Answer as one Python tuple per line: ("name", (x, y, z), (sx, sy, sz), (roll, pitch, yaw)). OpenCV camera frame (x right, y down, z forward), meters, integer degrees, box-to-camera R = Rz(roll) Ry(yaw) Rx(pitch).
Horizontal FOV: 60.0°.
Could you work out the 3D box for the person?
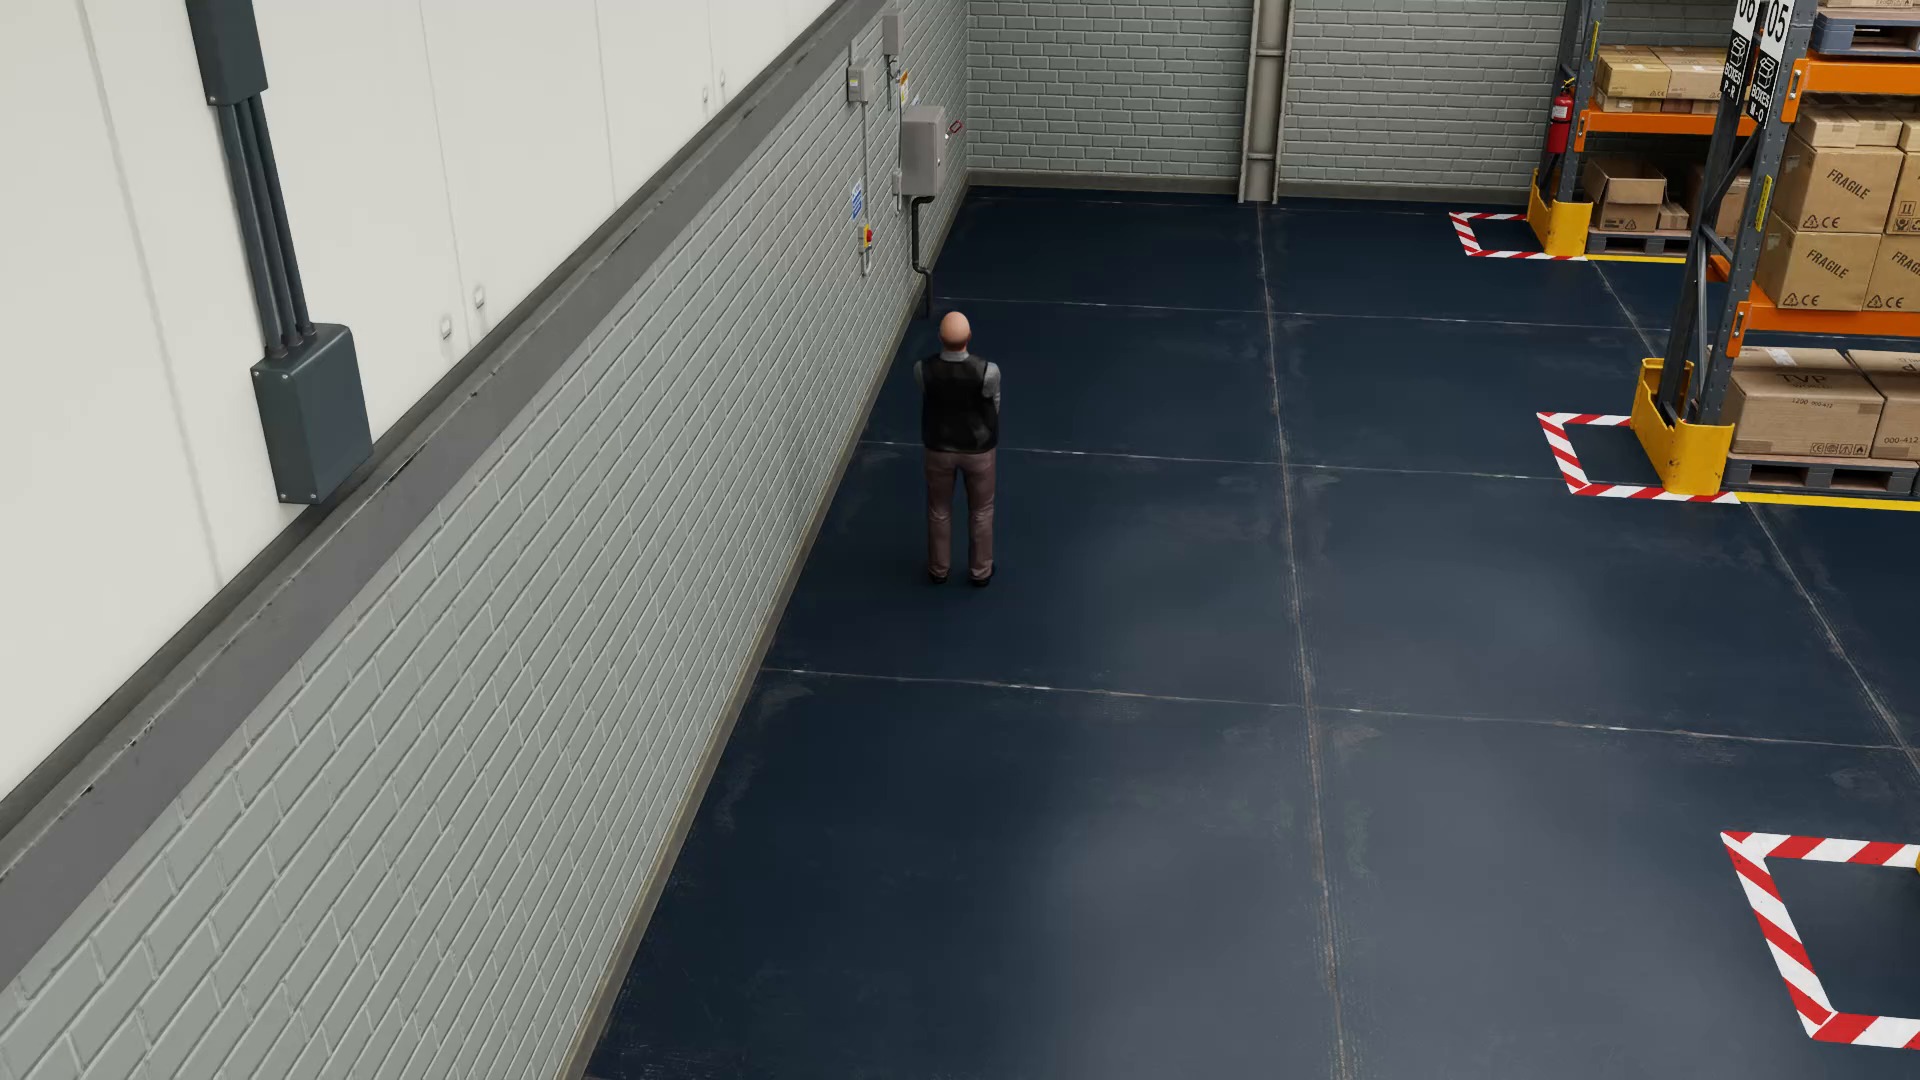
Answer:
("person", (-0.004, -0.567, 9.714), (0.496, 1.714, 0.550), (3, 28, 6))
